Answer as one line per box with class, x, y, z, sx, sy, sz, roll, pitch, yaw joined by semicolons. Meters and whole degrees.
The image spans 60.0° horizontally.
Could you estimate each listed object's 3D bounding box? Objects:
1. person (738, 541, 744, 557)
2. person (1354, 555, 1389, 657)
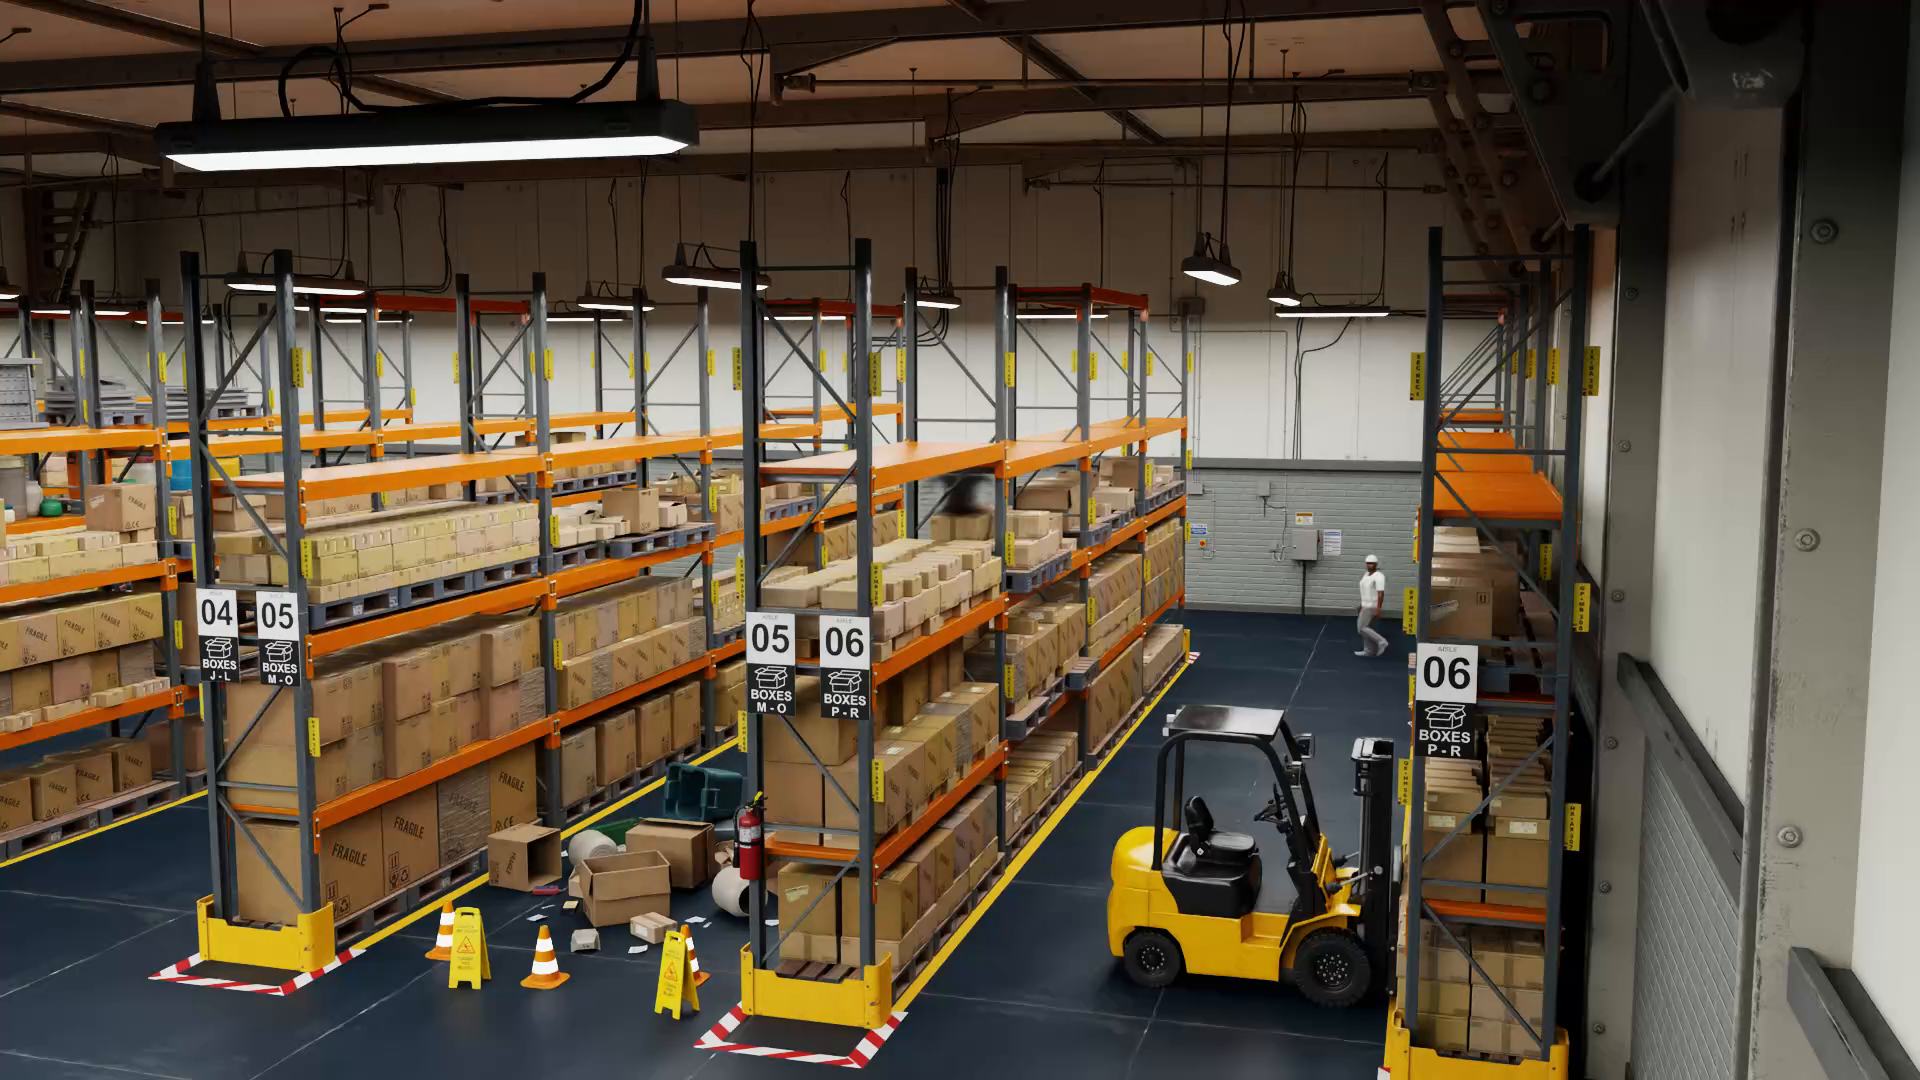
person;-4.181;0.745;32.503;0.477;1.603;0.353;3;7;25
person;7.009;1.122;28.259;0.566;1.752;0.521;1;7;13
